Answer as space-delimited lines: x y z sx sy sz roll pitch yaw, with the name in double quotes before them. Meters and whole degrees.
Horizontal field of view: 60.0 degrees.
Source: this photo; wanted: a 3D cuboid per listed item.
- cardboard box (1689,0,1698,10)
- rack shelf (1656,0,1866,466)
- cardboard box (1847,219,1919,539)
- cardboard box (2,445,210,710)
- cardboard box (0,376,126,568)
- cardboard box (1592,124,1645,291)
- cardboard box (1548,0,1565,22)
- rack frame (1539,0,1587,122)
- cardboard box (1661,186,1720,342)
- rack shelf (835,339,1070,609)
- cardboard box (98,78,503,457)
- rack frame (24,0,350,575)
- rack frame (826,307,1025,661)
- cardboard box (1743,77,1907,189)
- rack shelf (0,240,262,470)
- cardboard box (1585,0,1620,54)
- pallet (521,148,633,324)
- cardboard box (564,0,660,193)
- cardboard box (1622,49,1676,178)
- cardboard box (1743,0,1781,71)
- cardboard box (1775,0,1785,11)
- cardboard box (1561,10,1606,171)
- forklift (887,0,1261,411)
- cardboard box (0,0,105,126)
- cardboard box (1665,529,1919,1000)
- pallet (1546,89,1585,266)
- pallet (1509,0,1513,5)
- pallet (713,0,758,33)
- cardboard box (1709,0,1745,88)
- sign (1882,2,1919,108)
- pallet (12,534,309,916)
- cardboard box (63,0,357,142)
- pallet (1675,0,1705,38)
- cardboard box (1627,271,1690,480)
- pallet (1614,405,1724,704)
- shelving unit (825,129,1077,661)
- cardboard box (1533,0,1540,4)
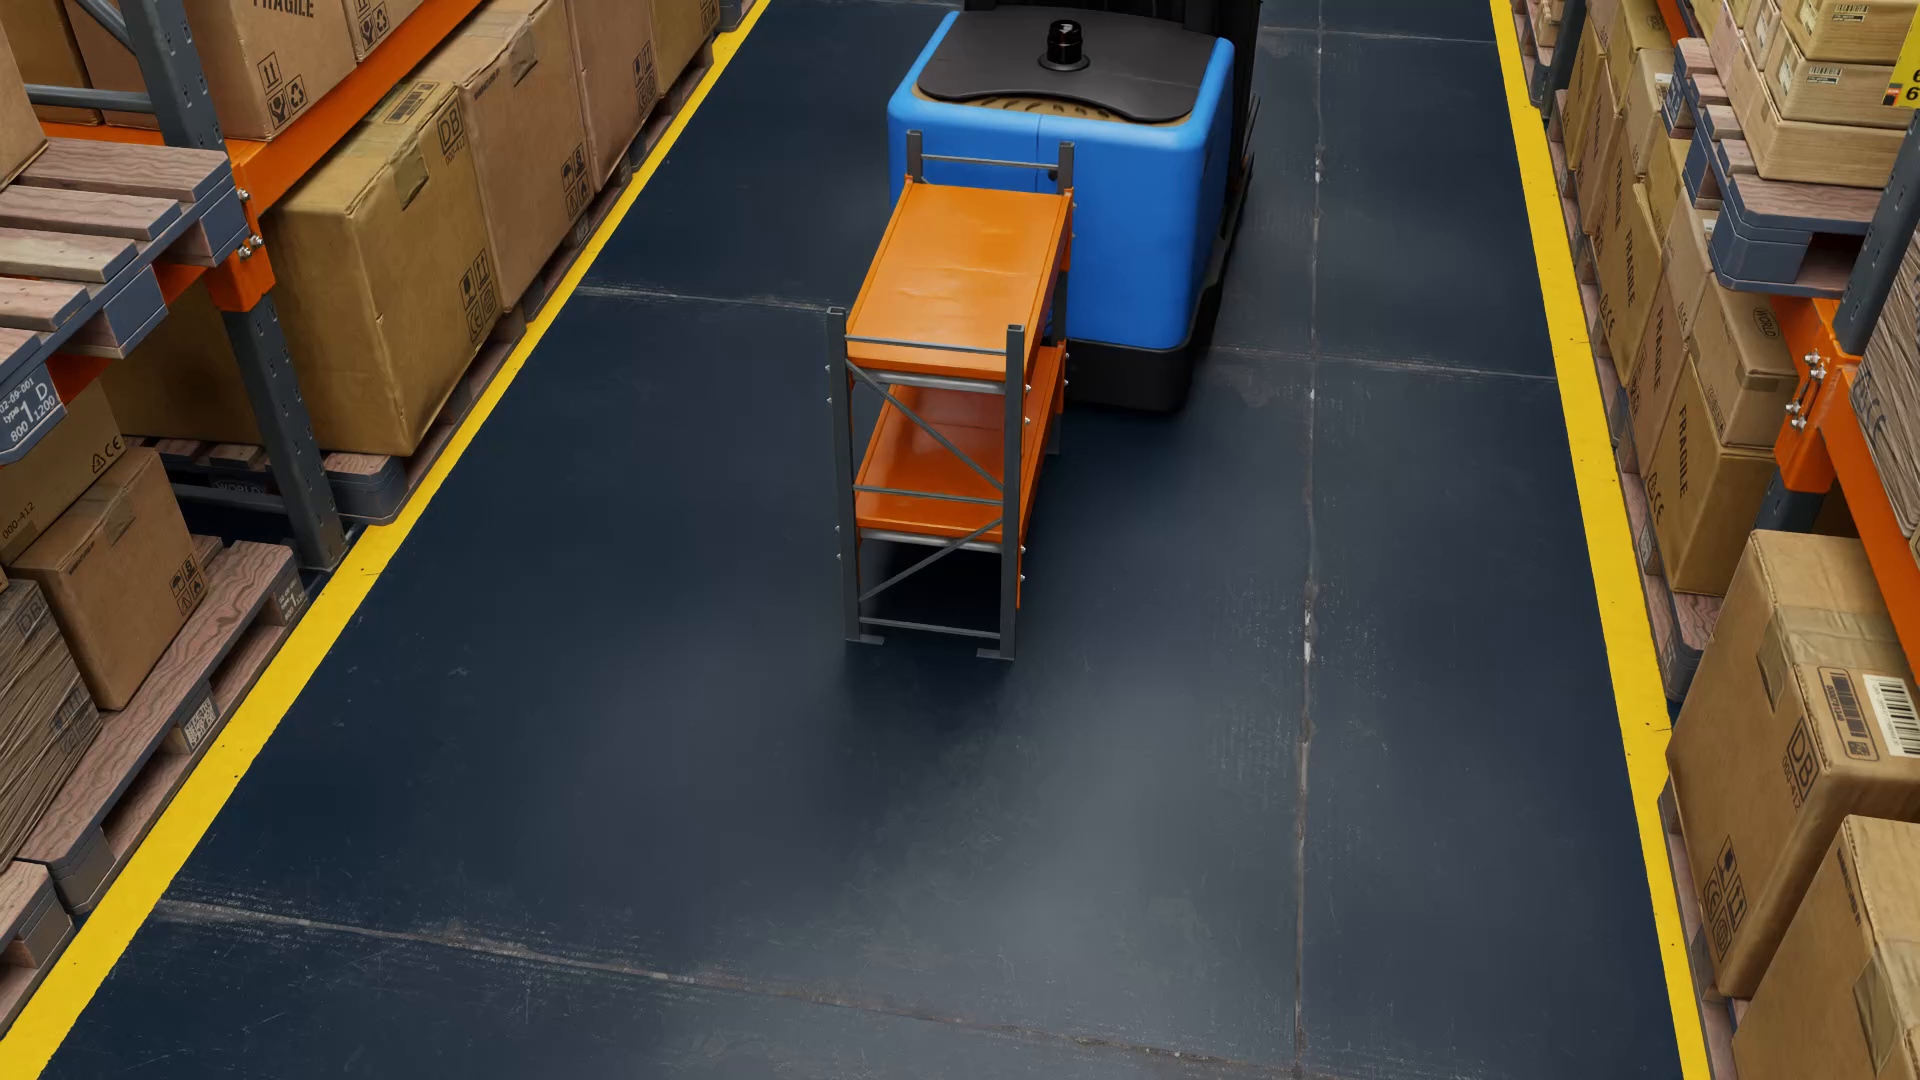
"cardboard box" 2.266 -1.599 4.698 0.380 0.149 0.250 5 40 6
"rack shelf" 2.799 -1.510 5.287 1.077 0.370 4.000 6 40 8
"cardboard box" 2.109 -0.318 3.203 0.500 0.500 0.500 7 40 8
"cardboard box" -2.511 0.074 4.423 0.700 0.500 0.500 4 40 5
"cardboard box" -2.501 -0.214 4.182 0.500 0.250 0.500 8 40 9
"cardboard box" 2.589 -1.144 5.911 0.500 0.500 0.500 7 40 8
"cardboard box" 2.887 -2.453 7.537 0.380 0.149 0.250 7 40 9
"rack frame" 3.145 -3.042 6.576 1.000 3.000 0.127 6 40 8
"cardboard box" 2.390 -0.796 4.902 0.500 0.250 0.500 7 40 8
"rack shelf" 0.001 -0.249 5.052 0.538 0.278 1.000 6 40 8
"cardboard box" -2.275 -0.916 5.342 1.225 0.875 0.875 5 40 6
"rack frame" -2.415 -1.142 4.278 1.000 3.000 0.127 6 40 8
"rack frame" -0.087 -0.119 4.511 0.500 1.125 0.032 6 40 8
"cardboard box" 2.086 -0.957 3.921 0.380 0.149 0.250 7 40 8
"rack shelf" -2.761 0.390 2.989 1.077 0.370 4.000 6 40 8
"cardboard box" 2.757 -2.095 6.474 0.500 0.250 0.500 5 40 6
"pallet" -1.991 -1.317 6.678 1.003 0.211 1.213 6 40 8
"cardboard box" -1.967 -2.031 6.690 1.225 0.875 0.875 5 40 6
"cardboard box" 2.575 -1.441 5.683 0.500 0.250 0.500 8 40 9
"cardboard box" 2.135 -1.240 4.029 0.380 0.149 0.250 8 40 9
"cardboard box" 2.132 -1.342 3.919 0.380 0.149 0.250 6 40 7
"cardboard box" 2.756 -1.806 6.713 0.500 0.500 0.500 8 40 9
"forklift" 0.614 -2.517 5.994 1.130 2.935 3.031 9 40 11
"cardboard box" -2.573 -1.518 4.653 0.500 0.500 0.500 8 40 9
"cardboard box" 2.259 0.546 3.672 1.050 0.750 0.750 6 40 7
"pallet" 3.012 -1.479 6.873 1.003 0.211 1.213 6 40 8
"pallet" 3.435 -3.161 8.907 1.003 0.211 1.213 6 40 8
"pallet" -1.514 -3.046 8.769 1.003 0.211 1.213 6 40 8
"cardboard box" 2.174 -1.274 4.305 0.380 0.149 0.250 7 40 8
"sign" 1.917 -1.002 3.261 0.100 0.325 0.005 6 40 8
"pallet" -2.551 0.423 4.573 1.003 0.211 1.213 6 40 8
"cardboard box" -2.062 -1.456 4.578 0.500 0.500 0.500 8 40 9
"pallet" 2.755 -1.705 5.108 1.003 0.211 1.213 6 40 8
"cardboard box" 2.403 -0.498 5.130 0.500 0.500 0.500 8 40 9
"pallet" 2.590 0.053 5.021 1.003 0.211 1.213 6 40 8
"shelving unit" 0.001 -0.438 4.897 0.538 1.125 1.048 6 40 8
"cardboard box" 2.987 -2.716 8.089 0.380 0.149 0.250 5 40 6
